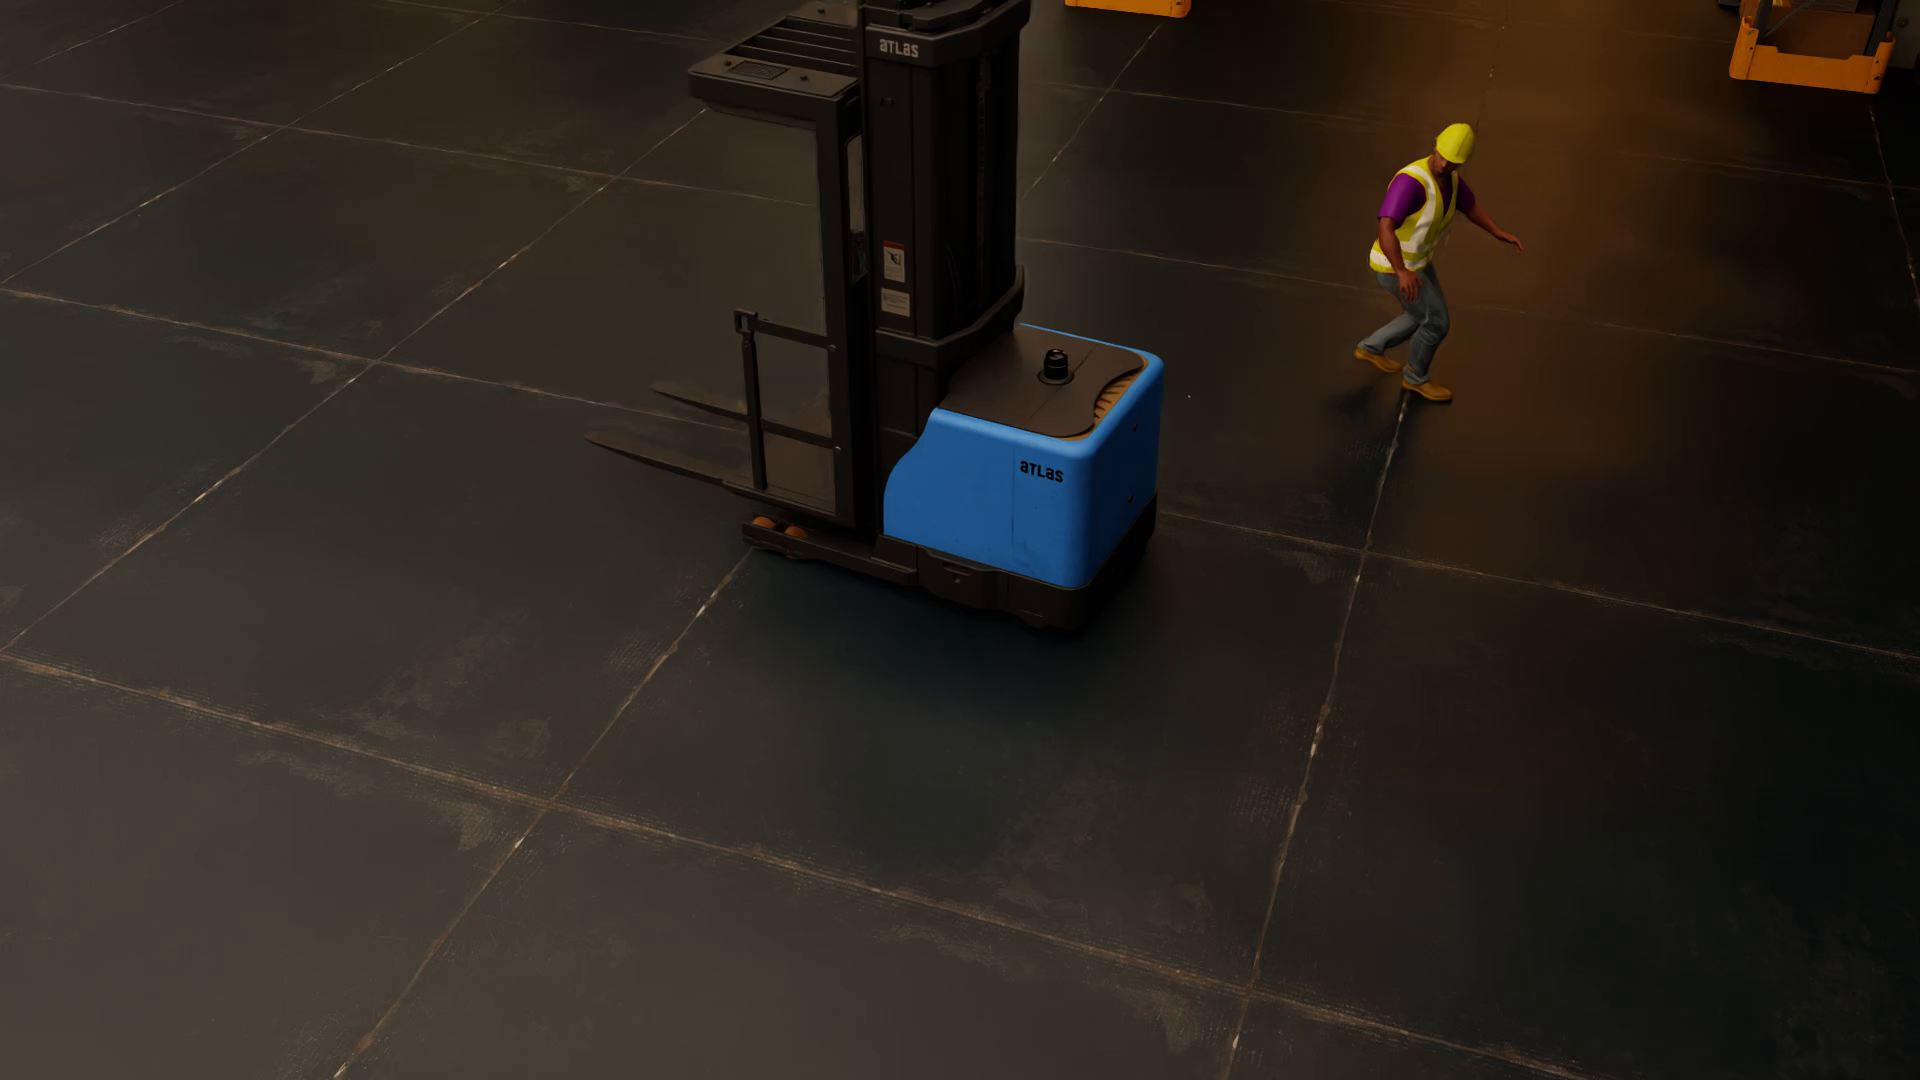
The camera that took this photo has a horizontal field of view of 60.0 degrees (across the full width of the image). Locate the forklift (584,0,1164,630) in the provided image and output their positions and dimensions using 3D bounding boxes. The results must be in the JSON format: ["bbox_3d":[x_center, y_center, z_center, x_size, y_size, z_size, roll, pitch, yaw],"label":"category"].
[{"bbox_3d":[-0.548,-1.352,8.018,3.031,2.935,1.130,16,38,22],"label":"forklift"}]

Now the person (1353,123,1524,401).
[{"bbox_3d":[2.693,-1.537,9.392,0.817,1.638,0.910,18,39,24],"label":"person"}]
